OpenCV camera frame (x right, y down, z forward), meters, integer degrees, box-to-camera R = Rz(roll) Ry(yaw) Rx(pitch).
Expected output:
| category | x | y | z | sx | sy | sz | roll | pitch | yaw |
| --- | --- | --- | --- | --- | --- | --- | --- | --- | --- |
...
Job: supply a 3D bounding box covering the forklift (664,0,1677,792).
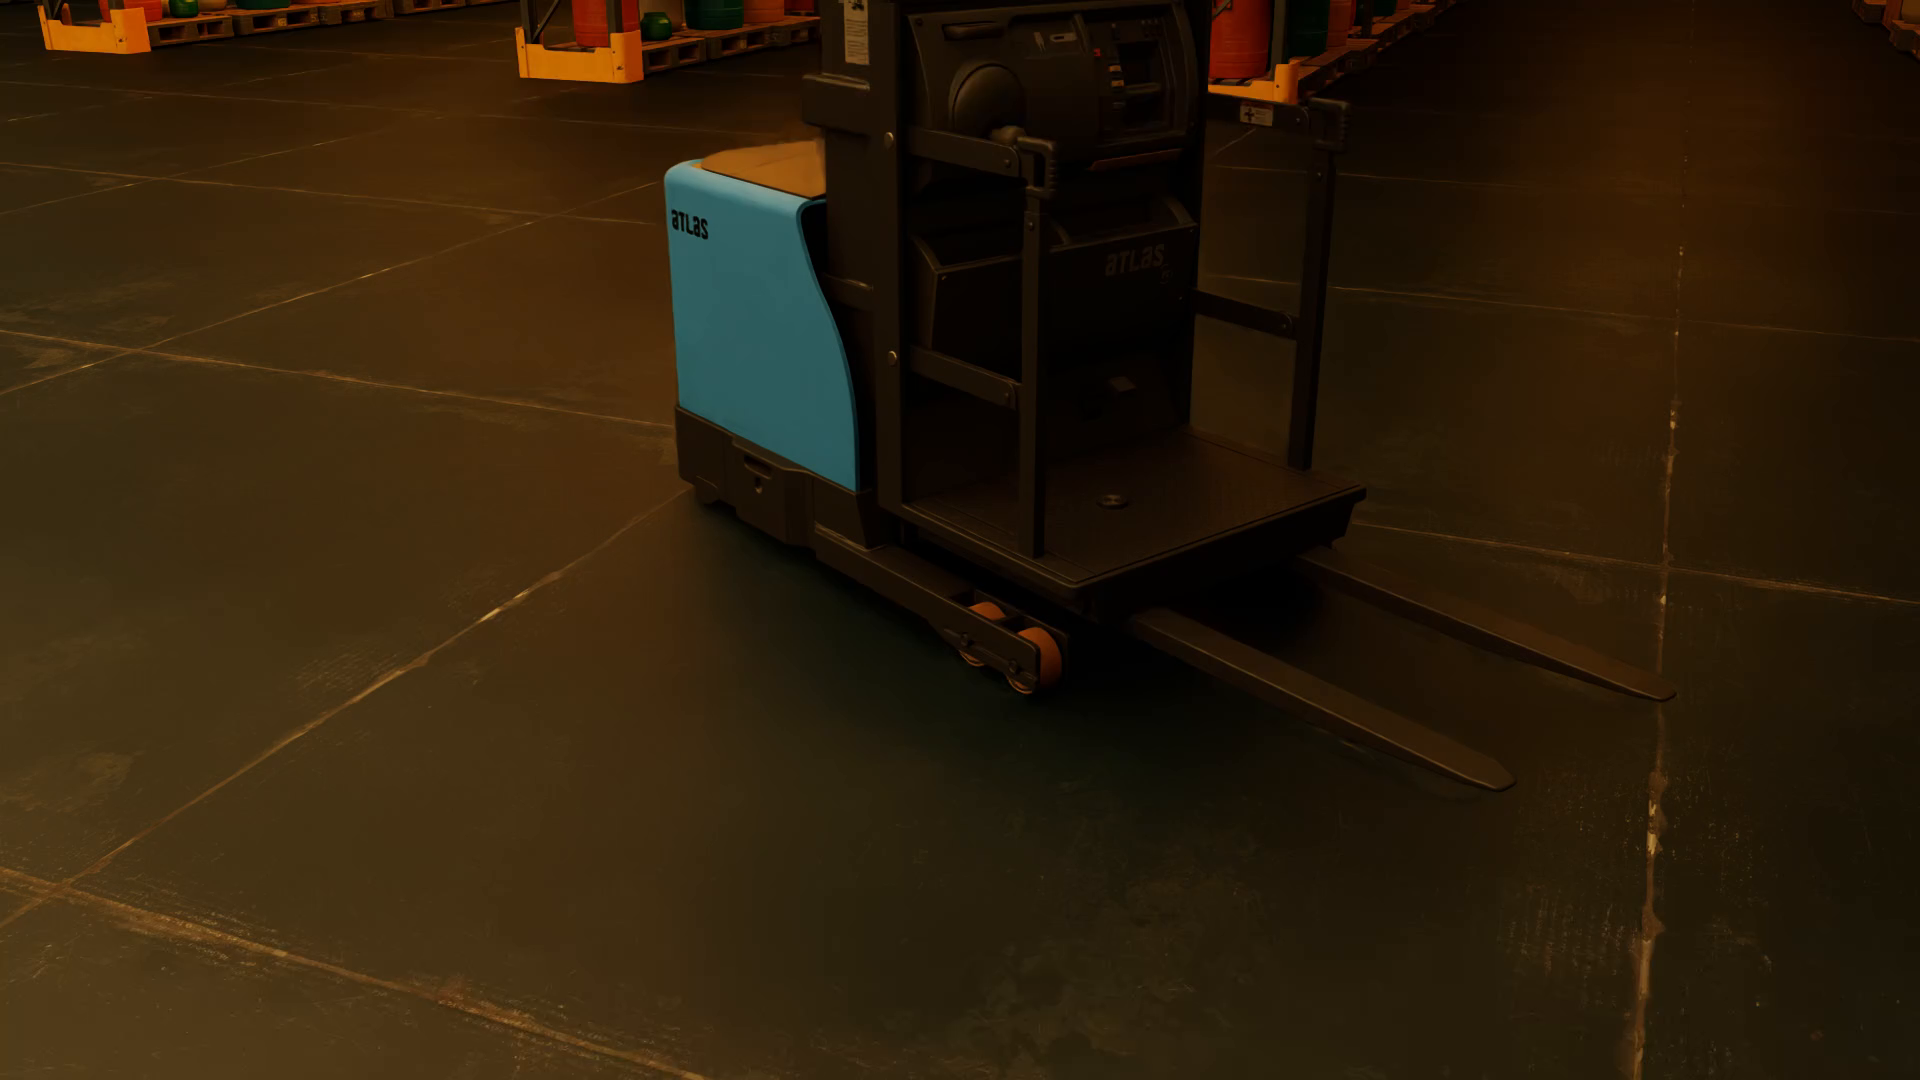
| category | x | y | z | sx | sy | sz | roll | pitch | yaw |
| --- | --- | --- | --- | --- | --- | --- | --- | --- | --- |
| forklift | 0.394 | -1.183 | 4.122 | 1.130 | 2.935 | 3.031 | -17 | 28 | -35 |
